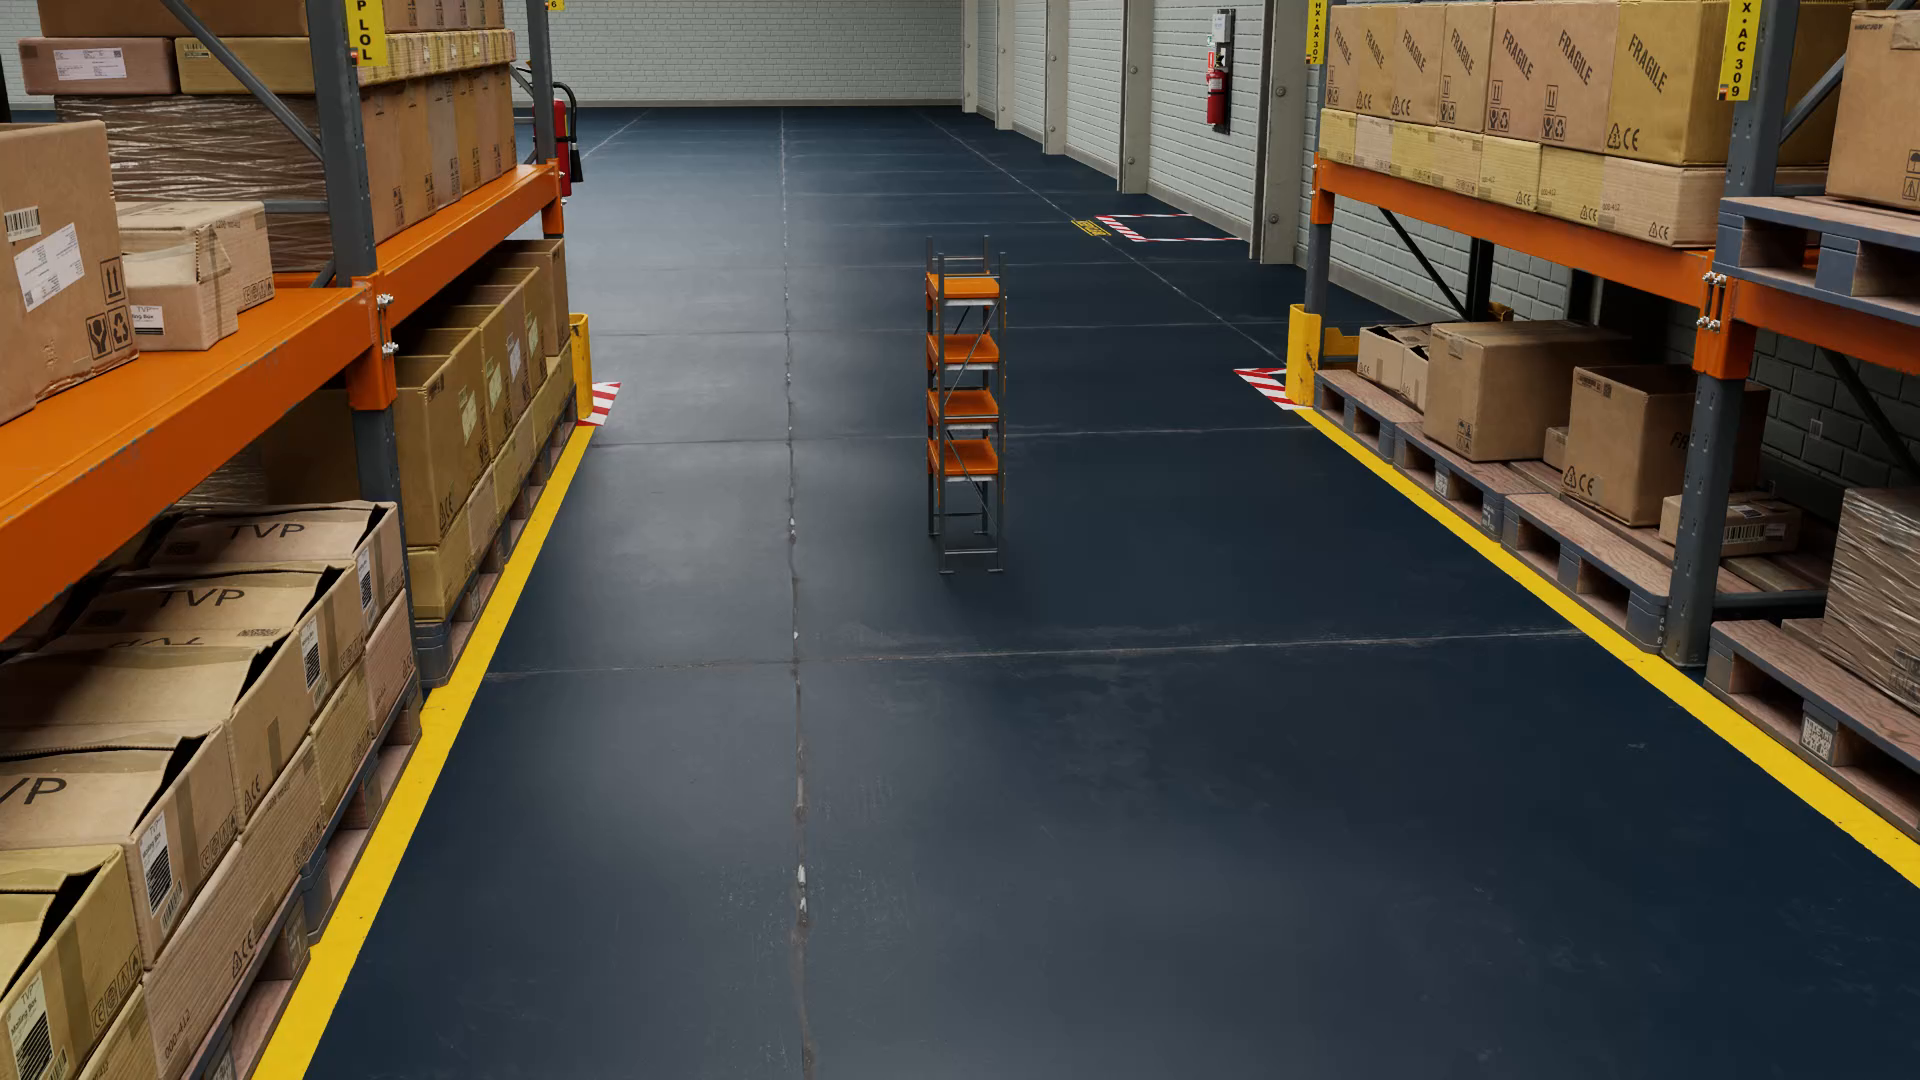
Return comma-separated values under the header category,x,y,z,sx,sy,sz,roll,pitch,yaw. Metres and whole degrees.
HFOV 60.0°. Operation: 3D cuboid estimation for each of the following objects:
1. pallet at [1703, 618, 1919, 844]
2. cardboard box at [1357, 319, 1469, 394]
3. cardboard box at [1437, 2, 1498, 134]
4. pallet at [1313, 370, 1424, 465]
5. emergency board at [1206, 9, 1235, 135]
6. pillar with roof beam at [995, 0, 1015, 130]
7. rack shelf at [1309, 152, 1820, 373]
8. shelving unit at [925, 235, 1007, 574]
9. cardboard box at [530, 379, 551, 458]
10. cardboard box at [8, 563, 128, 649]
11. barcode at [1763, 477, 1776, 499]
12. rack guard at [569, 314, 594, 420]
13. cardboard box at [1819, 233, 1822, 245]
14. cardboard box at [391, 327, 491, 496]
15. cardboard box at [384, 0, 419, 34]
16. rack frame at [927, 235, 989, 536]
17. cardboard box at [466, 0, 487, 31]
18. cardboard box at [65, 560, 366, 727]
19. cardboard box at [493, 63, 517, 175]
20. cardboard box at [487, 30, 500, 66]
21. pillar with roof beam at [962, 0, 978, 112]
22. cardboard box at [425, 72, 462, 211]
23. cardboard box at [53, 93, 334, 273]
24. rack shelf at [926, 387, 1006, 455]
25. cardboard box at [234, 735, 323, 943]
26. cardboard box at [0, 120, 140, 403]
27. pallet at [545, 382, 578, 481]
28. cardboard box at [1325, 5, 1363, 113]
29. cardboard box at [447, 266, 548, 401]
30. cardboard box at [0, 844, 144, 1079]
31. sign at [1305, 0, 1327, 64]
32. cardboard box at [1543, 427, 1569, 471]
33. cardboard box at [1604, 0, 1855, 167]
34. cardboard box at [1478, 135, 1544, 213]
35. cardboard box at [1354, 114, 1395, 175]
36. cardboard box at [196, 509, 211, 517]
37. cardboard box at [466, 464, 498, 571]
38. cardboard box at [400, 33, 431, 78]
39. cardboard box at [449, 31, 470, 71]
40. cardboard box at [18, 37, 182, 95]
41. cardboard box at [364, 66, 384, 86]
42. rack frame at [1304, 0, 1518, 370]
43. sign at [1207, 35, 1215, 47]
category,x,y,z,sx,sy,sz,roll,pitch,yaw
pallet,2.883,0.516,4.683,1.003,0.211,1.213,-2,18,-6
cardboard box,2.371,-0.957,8.471,0.500,0.311,0.500,-4,18,-12
cardboard box,2.293,-1.928,6.774,0.500,0.500,0.500,-1,17,-4
pallet,2.446,-0.642,8.371,1.003,0.211,1.213,-2,18,-6
emergency board,2.486,-4.582,16.263,0.194,1.169,0.643,-2,18,-6
pillar with roof beam,-3.436,-11.936,29.674,9.100,9.000,0.400,-2,18,-6
rack shelf,2.595,-1.299,7.009,1.077,0.370,4.000,-2,18,-6
shelving unit,0.017,-0.523,6.340,0.258,1.200,0.503,-2,18,-6
cardboard box,-2.072,-0.525,7.230,0.500,0.250,0.500,-2,18,-6
cardboard box,-2.284,0.231,3.885,0.500,0.311,0.500,-2,18,-6
barcode,3.012,-0.193,6.190,0.001,0.075,0.075,-2,18,-6
rack guard,-2.540,-0.899,8.706,1.175,0.500,0.348,-2,18,-6
cardboard box,2.966,-1.131,5.490,0.500,0.250,0.500,-2,17,-5
cardboard box,-1.921,-0.435,5.694,0.500,0.500,0.500,-2,18,-6
cardboard box,-2.282,-1.991,5.678,0.700,0.500,0.500,-2,18,-6
rack frame,-0.008,-0.596,6.572,0.240,1.200,0.015,-2,18,-6
cardboard box,-2.437,-2.439,7.106,0.700,0.500,0.500,-2,18,-7
cardboard box,-1.738,0.218,3.928,0.500,0.311,0.500,-1,17,-4
cardboard box,-2.502,-1.993,7.849,0.700,0.500,0.500,-2,18,-6
cardboard box,-2.254,-2.179,7.362,0.380,0.149,0.250,-2,18,-6
pillar with roof beam,-4.055,-13.724,35.368,9.100,9.000,0.400,-2,18,-6
cardboard box,-2.340,-1.531,6.380,0.700,0.500,0.500,-1,17,-4
cardboard box,-2.177,-1.072,4.918,0.700,0.500,0.500,-2,18,-7
rack shelf,0.017,-0.459,6.360,0.258,0.148,0.480,-2,18,-6
cardboard box,-1.691,0.637,3.531,0.500,0.250,0.500,-1,17,-4
cardboard box,-2.008,-0.554,3.267,0.500,0.500,0.500,-1,17,-2
pallet,-2.417,-0.527,8.005,1.003,0.211,1.213,-2,18,-6
cardboard box,2.139,-2.383,8.224,0.500,0.500,0.500,-2,18,-6
cardboard box,-2.069,-0.883,7.118,0.500,0.500,0.500,-2,18,-6
cardboard box,-1.587,0.670,2.489,0.500,0.311,0.500,-2,18,-7
sign,1.849,-2.635,8.616,0.100,0.325,0.005,-2,18,-6
cardboard box,2.657,-0.374,6.884,0.380,0.149,0.250,-3,18,-10
cardboard box,2.445,-1.474,5.329,0.500,0.500,0.500,-2,18,-6
cardboard box,2.341,-1.415,6.392,0.500,0.250,0.500,-2,18,-6
cardboard box,2.191,-1.867,7.833,0.500,0.250,0.500,-2,18,-7
cardboard box,-2.390,0.087,5.280,0.500,0.250,0.500,-2,18,-6
cardboard box,-1.918,-0.078,5.806,0.500,0.250,0.500,-2,18,-6
cardboard box,-2.097,-1.720,5.897,0.380,0.149,0.250,-2,18,-7
cardboard box,-2.174,-1.948,6.624,0.380,0.149,0.250,-1,17,-4
cardboard box,-2.366,-1.324,4.637,0.380,0.149,0.250,-2,18,-6
cardboard box,-2.015,-1.488,5.157,0.380,0.149,0.250,-2,18,-7
rack frame,2.389,-2.239,8.800,1.000,3.000,0.127,-2,18,-6
sign,2.523,-5.018,16.708,0.001,0.109,0.331,-2,18,-6
